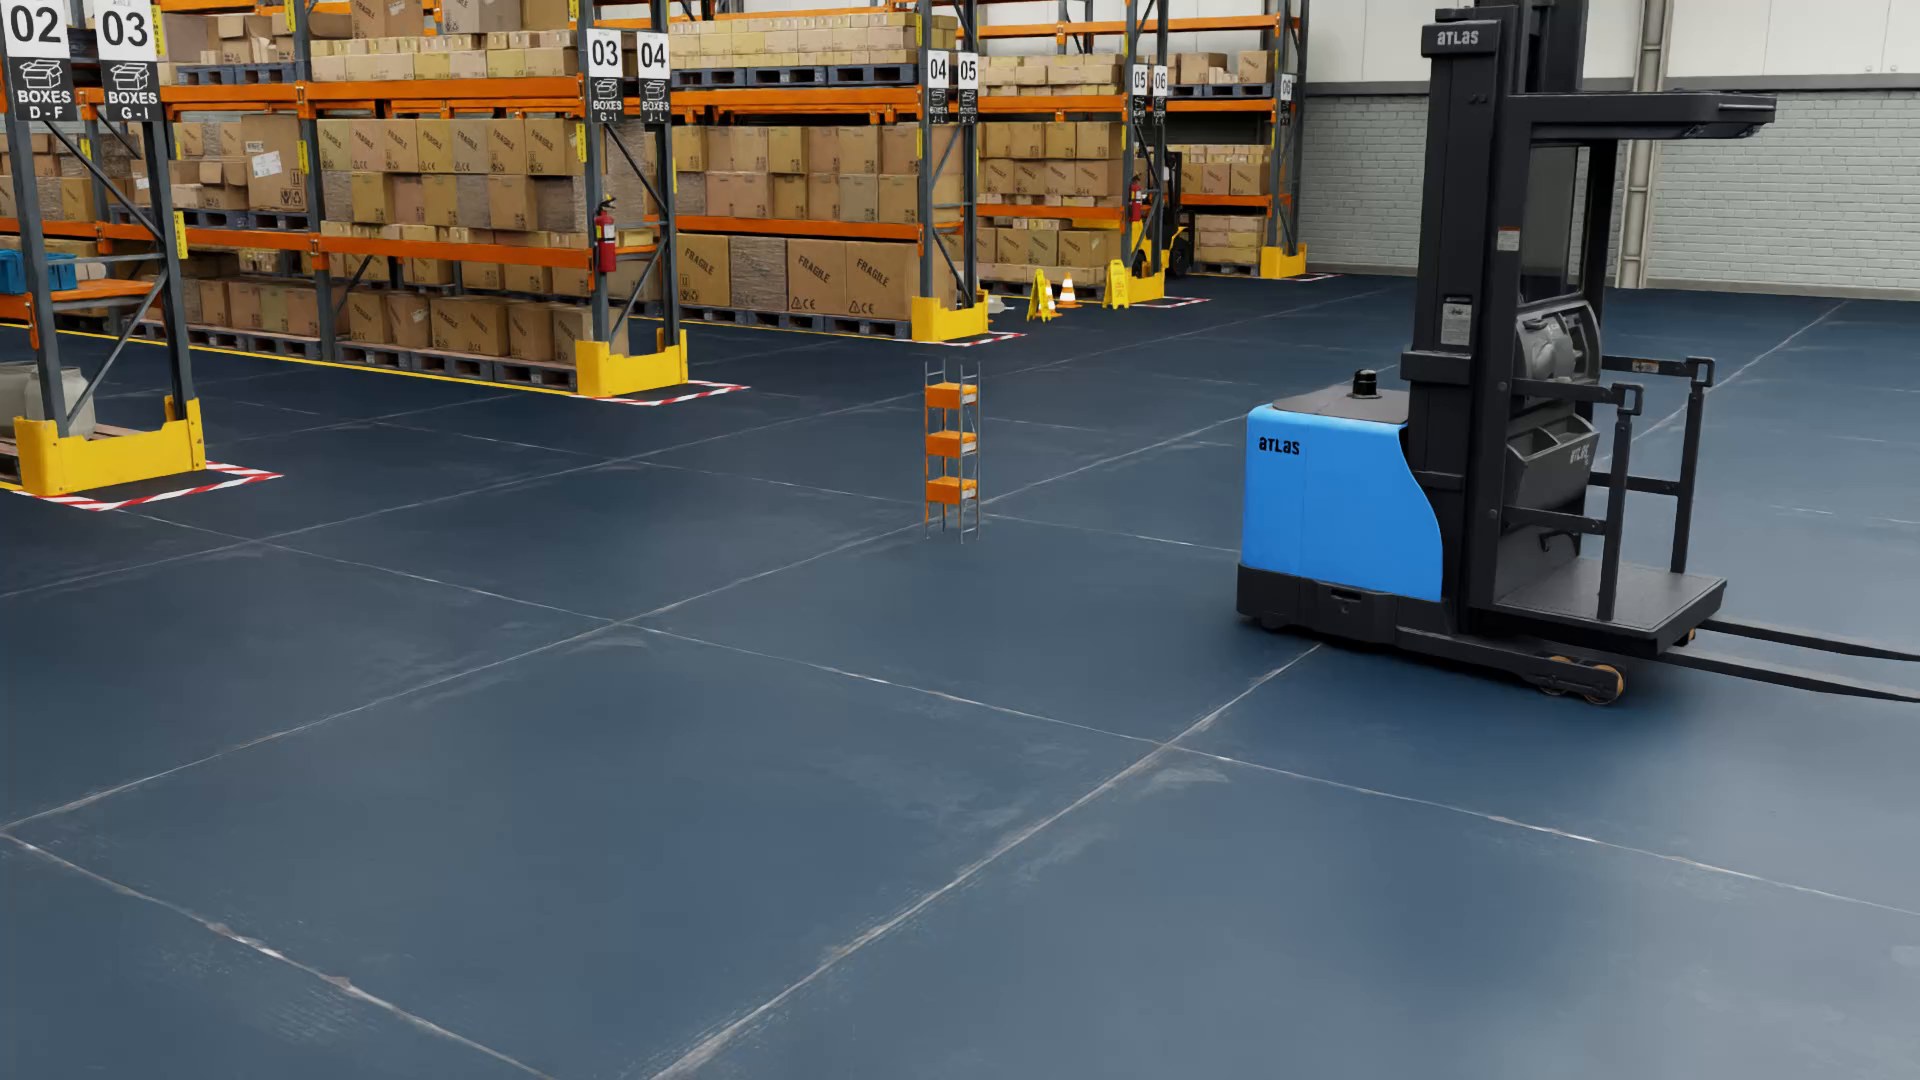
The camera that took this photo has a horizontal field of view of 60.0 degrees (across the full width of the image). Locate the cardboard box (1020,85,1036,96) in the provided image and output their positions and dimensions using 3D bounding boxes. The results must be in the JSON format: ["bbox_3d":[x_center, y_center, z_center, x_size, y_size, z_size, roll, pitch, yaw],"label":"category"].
[{"bbox_3d":[1.047,-6.344,23.490,0.250,0.149,0.380,9,16,31],"label":"cardboard box"}]

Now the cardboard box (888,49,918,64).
[{"bbox_3d":[-0.597,-5.404,18.609,0.250,0.149,0.380,9,17,33],"label":"cardboard box"}]

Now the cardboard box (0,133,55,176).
[{"bbox_3d":[-11.320,-4.751,20.478,0.637,0.503,0.797,10,17,35],"label":"cardboard box"}]

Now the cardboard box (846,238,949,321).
[{"bbox_3d":[-0.732,-3.091,19.613,0.875,0.875,0.875,9,17,33],"label":"cardboard box"}]

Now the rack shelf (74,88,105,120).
[{"bbox_3d":[-11.282,-5.313,20.297,4.000,0.370,1.077,9,17,33],"label":"rack shelf"}]

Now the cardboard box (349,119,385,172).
[{"bbox_3d":[-5.656,-3.902,16.435,0.500,0.500,0.500,9,17,33],"label":"cardboard box"}]

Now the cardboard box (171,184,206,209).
[{"bbox_3d":[-8.360,-3.798,18.362,0.500,0.250,0.500,9,16,31],"label":"cardboard box"}]

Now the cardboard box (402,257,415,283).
[{"bbox_3d":[-7.891,-4.010,24.108,0.500,0.500,0.500,10,17,35],"label":"cardboard box"}]

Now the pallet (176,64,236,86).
[{"bbox_3d":[-7.619,-5.009,17.963,1.003,0.211,1.213,9,17,33],"label":"pallet"}]

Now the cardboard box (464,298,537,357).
[{"bbox_3d":[-4.517,-2.104,16.406,0.500,0.500,0.500,11,18,38],"label":"cardboard box"}]

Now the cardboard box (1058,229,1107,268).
[{"bbox_3d":[1.736,-4.129,23.550,0.500,0.500,0.500,9,17,33],"label":"cardboard box"}]

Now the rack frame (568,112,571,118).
[{"bbox_3d":[-7.963,-7.977,35.804,0.127,3.000,1.000,9,17,33],"label":"rack frame"}]

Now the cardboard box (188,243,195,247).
[{"bbox_3d":[-12.253,-4.829,26.908,0.250,0.149,0.380,10,17,35],"label":"cardboard box"}]

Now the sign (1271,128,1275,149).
[{"bbox_3d":[4.999,-6.402,26.539,0.005,0.325,0.100,9,17,33],"label":"sign"}]

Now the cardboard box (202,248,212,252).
[{"bbox_3d":[-11.995,-4.665,26.866,0.250,0.149,0.380,10,17,36],"label":"cardboard box"}]

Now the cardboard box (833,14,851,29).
[{"bbox_3d":[-1.236,-5.894,18.929,0.250,0.149,0.380,10,17,34],"label":"cardboard box"}]

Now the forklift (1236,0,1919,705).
[{"bbox_3d":[2.812,-0.871,7.242,3.031,2.935,1.130,11,18,38],"label":"forklift"}]

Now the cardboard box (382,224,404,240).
[{"bbox_3d":[-5.473,-3.053,16.437,0.250,0.149,0.380,9,17,33],"label":"cardboard box"}]

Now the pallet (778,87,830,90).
[{"bbox_3d":[-2.088,-6.985,25.945,1.003,0.211,1.213,9,17,33],"label":"pallet"}]

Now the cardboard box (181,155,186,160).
[{"bbox_3d":[-12.333,-5.929,26.704,0.500,0.500,0.500,9,17,34],"label":"cardboard box"}]

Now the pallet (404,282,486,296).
[{"bbox_3d":[-7.418,-3.665,24.188,1.213,0.211,1.003,9,17,33],"label":"pallet"}]

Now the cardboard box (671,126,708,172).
[{"bbox_3d":[-3.164,-4.917,20.886,0.550,0.550,0.875,9,17,33],"label":"cardboard box"}]

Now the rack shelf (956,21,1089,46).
[{"bbox_3d":[0.335,-9.004,29.800,4.000,0.370,1.077,9,17,33],"label":"rack shelf"}]

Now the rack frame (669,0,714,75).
[{"bbox_3d":[-3.451,-7.289,20.540,0.127,3.000,1.000,9,17,33],"label":"rack frame"}]

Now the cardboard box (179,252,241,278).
[{"bbox_3d":[-8.604,-3.149,19.027,0.500,0.250,0.500,12,18,39],"label":"cardboard box"}]

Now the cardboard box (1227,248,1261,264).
[{"bbox_3d":[4.747,-4.700,27.416,0.500,0.250,0.500,9,17,33],"label":"cardboard box"}]

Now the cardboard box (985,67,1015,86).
[{"bbox_3d":[0.701,-6.587,23.640,0.500,0.250,0.500,9,17,33],"label":"cardboard box"}]

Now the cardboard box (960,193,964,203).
[{"bbox_3d":[0.210,-5.026,24.409,0.250,0.149,0.380,9,17,33],"label":"cardboard box"}]

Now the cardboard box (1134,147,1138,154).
[{"bbox_3d":[2.964,-6.639,28.225,0.250,0.149,0.380,9,16,32],"label":"cardboard box"}]

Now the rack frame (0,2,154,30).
[{"bbox_3d":[-5.749,-4.789,10.444,0.127,3.000,1.000,9,17,33],"label":"rack frame"}]

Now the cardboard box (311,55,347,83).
[{"bbox_3d":[-6.073,-4.673,16.528,0.500,0.250,0.500,8,16,31],"label":"cardboard box"}]

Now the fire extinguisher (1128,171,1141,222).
[{"bbox_3d":[2.384,-4.696,22.712,0.183,0.674,0.296,9,17,33],"label":"fire extinguisher"}]

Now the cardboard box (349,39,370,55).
[{"bbox_3d":[-5.733,-4.810,16.252,0.250,0.149,0.380,9,17,33],"label":"cardboard box"}]

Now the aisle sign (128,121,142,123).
[{"bbox_3d":[-13.637,-7.198,27.248,0.004,0.787,0.394,9,17,33],"label":"aisle sign"}]

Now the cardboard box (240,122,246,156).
[{"bbox_3d":[-10.631,-6.137,25.464,0.500,0.500,0.500,9,16,31],"label":"cardboard box"}]

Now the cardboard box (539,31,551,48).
[{"bbox_3d":[-3.539,-4.475,14.898,0.250,0.149,0.380,9,16,31],"label":"cardboard box"}]

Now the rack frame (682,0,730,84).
[{"bbox_3d":[-4.092,-8.826,26.749,0.127,3.000,1.000,9,17,33],"label":"rack frame"}]

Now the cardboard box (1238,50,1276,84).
[{"bbox_3d":[4.810,-7.599,26.745,0.500,0.500,0.500,10,17,35],"label":"cardboard box"}]

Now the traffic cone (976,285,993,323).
[{"bbox_3d":[0.220,-2.963,20.831,0.334,0.463,0.336,9,17,33],"label":"traffic cone"}]

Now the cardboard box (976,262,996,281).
[{"bbox_3d":[0.457,-3.973,24.480,0.500,0.250,0.500,9,16,32],"label":"cardboard box"}]

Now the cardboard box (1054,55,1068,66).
[{"bbox_3d":[1.505,-6.666,23.128,0.250,0.149,0.380,9,17,33],"label":"cardboard box"}]

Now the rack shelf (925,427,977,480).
[{"bbox_3d":[-0.044,-0.507,9.729,0.240,0.259,0.215,9,17,33],"label":"rack shelf"}]

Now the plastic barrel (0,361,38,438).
[{"bbox_3d":[-6.753,-1.014,11.980,0.421,0.512,0.421,0,14,0],"label":"plastic barrel"}]

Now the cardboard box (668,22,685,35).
[{"bbox_3d":[-3.339,-6.234,20.302,0.250,0.149,0.380,9,17,33],"label":"cardboard box"}]

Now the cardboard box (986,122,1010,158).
[{"bbox_3d":[0.768,-5.756,23.925,0.500,0.500,0.700,9,17,32],"label":"cardboard box"}]

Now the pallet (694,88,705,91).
[{"bbox_3d":[-4.656,-7.354,27.438,1.003,0.211,1.213,10,17,35],"label":"pallet"}]

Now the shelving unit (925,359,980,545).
[{"bbox_3d":[-0.044,-0.517,9.726,0.252,1.050,0.215,9,17,33],"label":"shelving unit"}]

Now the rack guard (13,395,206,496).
[{"bbox_3d":[-5.838,-0.665,11.468,0.348,0.500,1.175,9,17,33],"label":"rack guard"}]

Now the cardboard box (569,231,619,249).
[{"bbox_3d":[-3.336,-2.740,15.172,0.250,0.149,0.380,9,17,33],"label":"cardboard box"}]

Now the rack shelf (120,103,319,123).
[{"bbox_3d":[-11.749,-6.825,26.405,4.000,0.370,1.077,9,17,33],"label":"rack shelf"}]

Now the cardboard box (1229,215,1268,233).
[{"bbox_3d":[4.757,-5.185,27.294,0.500,0.250,0.500,10,17,35],"label":"cardboard box"}]

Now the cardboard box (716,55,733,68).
[{"bbox_3d":[-2.709,-5.745,19.987,0.250,0.149,0.380,9,16,32],"label":"cardboard box"}]
